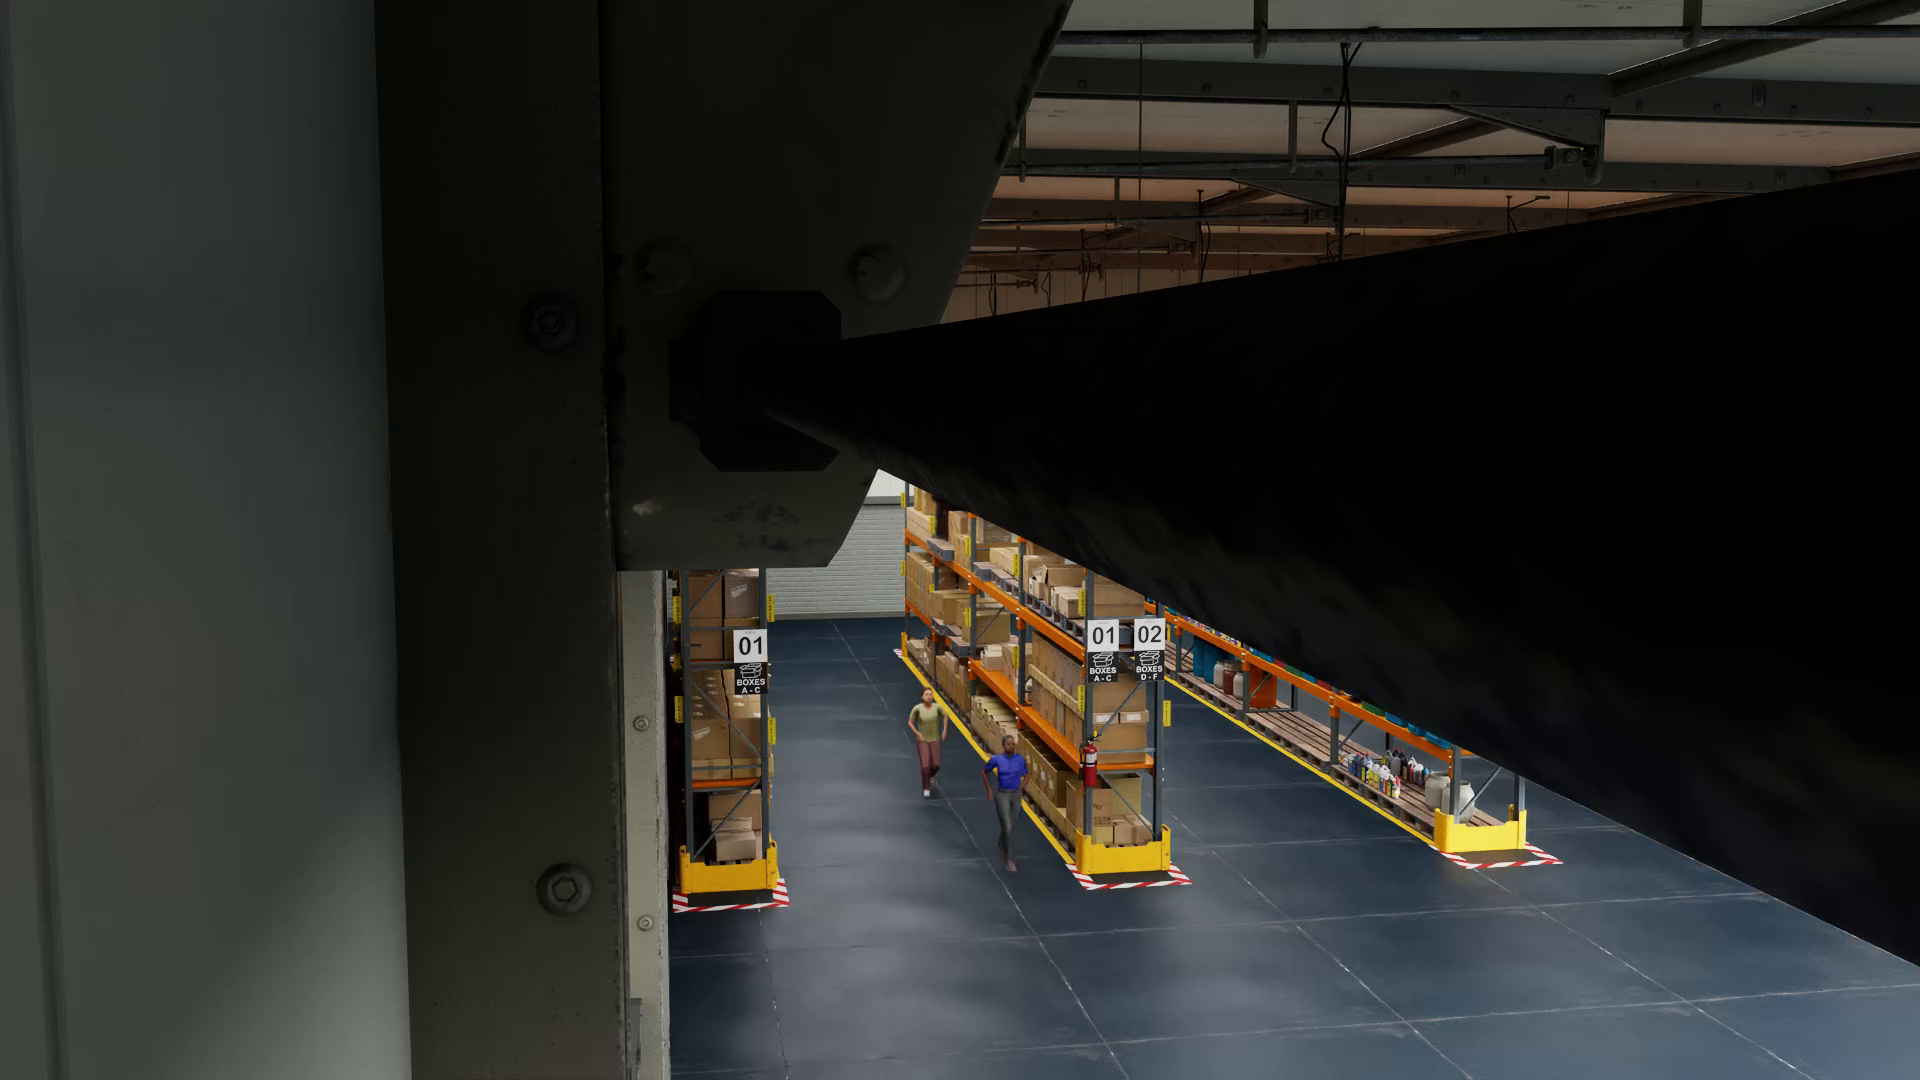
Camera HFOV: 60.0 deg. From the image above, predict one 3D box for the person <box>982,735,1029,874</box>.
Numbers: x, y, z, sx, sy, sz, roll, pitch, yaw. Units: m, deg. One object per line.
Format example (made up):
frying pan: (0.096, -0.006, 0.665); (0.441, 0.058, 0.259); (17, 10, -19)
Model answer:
person: (0.612, 3.369, 21.164); (0.564, 1.596, 0.780); (-2, 6, -21)

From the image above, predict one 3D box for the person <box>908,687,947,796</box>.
person: (-0.469, 2.971, 24.657); (0.610, 1.630, 0.569); (-1, 6, -12)
